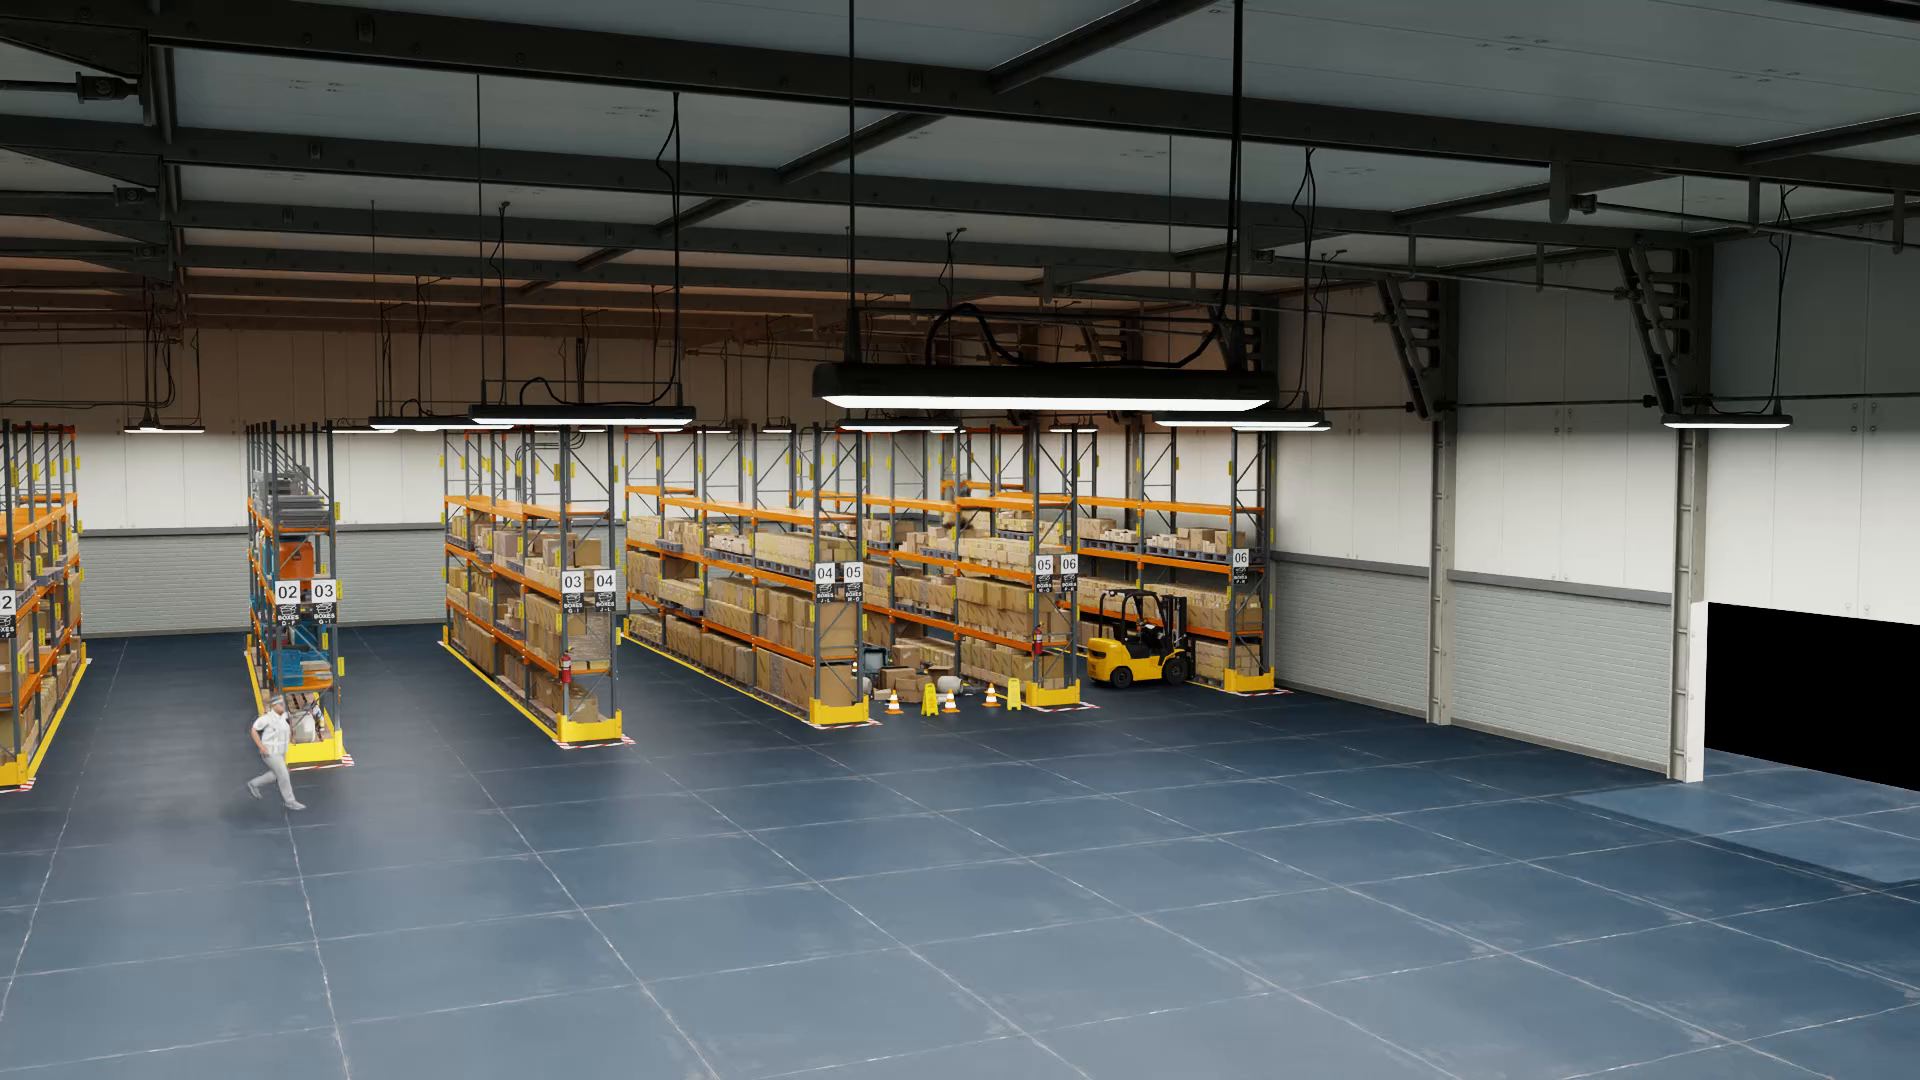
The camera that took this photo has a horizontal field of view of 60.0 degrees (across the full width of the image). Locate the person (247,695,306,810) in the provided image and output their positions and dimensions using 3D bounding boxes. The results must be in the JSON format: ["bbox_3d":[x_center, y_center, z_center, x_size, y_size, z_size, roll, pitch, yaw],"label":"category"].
[{"bbox_3d":[-10.537,3.252,25.562,0.932,1.778,0.686,1,4,12],"label":"person"}]

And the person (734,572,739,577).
[{"bbox_3d":[-6.781,1.697,50.601,0.601,1.733,0.686,-3,5,-38],"label":"person"}]

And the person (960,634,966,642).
[{"bbox_3d":[0.191,1.958,46.198,0.706,1.791,0.878,-2,4,-34],"label":"person"}]
